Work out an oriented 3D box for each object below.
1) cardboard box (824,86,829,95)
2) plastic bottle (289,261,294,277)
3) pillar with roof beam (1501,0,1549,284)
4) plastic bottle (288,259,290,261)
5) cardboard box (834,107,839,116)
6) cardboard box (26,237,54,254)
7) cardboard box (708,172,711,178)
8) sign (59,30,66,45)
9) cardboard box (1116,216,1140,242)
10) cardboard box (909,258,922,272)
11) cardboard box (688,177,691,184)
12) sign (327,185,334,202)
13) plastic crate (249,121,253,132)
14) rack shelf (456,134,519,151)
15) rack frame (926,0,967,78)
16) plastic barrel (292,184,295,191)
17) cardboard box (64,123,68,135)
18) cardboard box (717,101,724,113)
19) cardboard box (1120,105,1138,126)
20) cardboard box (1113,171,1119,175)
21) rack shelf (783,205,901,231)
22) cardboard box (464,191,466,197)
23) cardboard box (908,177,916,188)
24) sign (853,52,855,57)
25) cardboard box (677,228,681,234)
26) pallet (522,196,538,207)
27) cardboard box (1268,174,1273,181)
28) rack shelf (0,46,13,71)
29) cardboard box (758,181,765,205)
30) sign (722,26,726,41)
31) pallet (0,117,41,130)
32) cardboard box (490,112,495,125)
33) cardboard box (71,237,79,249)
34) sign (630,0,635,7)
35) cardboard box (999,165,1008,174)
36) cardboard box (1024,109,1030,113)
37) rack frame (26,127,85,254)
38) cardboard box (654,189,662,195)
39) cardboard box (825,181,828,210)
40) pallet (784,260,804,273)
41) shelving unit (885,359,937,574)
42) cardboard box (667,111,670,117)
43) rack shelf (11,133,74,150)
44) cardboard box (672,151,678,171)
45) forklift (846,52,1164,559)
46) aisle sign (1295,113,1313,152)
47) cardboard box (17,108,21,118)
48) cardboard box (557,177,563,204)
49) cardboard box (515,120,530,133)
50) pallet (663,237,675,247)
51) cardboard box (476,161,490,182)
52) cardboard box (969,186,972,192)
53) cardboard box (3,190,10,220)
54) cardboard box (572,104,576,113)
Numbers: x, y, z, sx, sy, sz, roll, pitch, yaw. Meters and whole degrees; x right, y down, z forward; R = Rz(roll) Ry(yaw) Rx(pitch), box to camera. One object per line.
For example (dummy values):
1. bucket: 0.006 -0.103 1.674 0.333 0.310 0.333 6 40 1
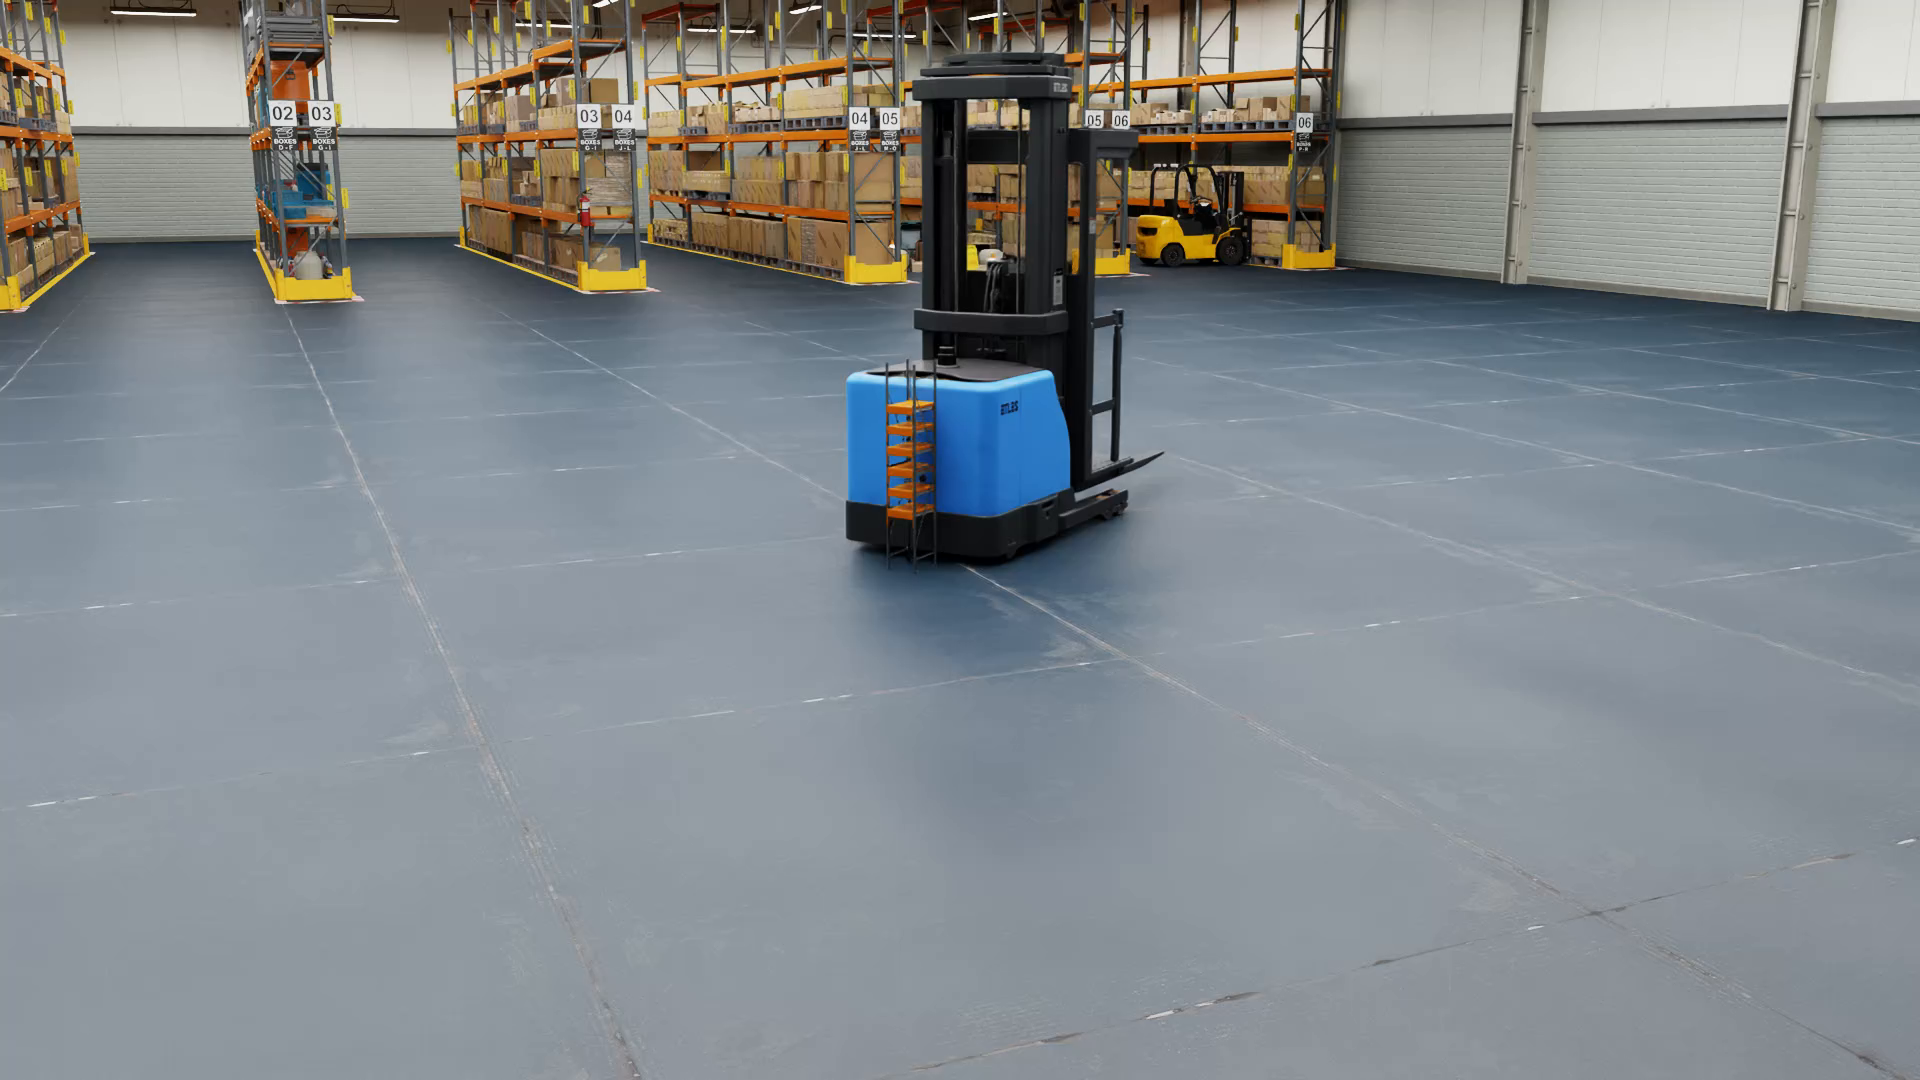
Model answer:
1. cardboard box: -2.359 -8.548 31.634 0.380 0.149 0.250 -5 14 -22
2. plastic bottle: -11.846 -4.791 29.465 0.061 0.283 0.133 -6 14 -23
3. pillar with roof beam: 6.441 -8.807 28.464 9.100 9.000 0.400 -6 14 -23
4. plastic bottle: -12.221 -4.984 30.326 0.097 0.271 0.097 0 13 0
5. cardboard box: -2.151 -8.053 31.262 0.380 0.149 0.250 -5 14 -22
6. cardboard box: -18.039 -5.754 32.502 0.500 0.311 0.500 -5 14 -21
7. cardboard box: -5.742 -8.616 39.251 0.380 0.149 0.250 -5 14 -21
8. sign: -21.163 -11.856 39.214 0.100 0.325 0.005 -6 14 -23
9. cardboard box: 4.467 -7.858 42.003 0.875 0.625 0.625 -5 14 -21
10. cardboard box: -0.833 -5.676 34.304 0.396 0.266 0.258 -3 13 -13
11. cardboard box: -6.468 -8.847 40.908 0.380 0.149 0.250 -5 14 -22
12. sign: -11.824 -6.504 31.207 0.100 0.325 0.005 -6 14 -23
13. plastic crate: -16.779 -9.892 39.943 0.504 0.338 0.767 -6 14 -23
14. rack shelf: -11.800 -9.946 41.636 1.077 0.370 4.000 -6 14 -23
15. rack frame: -0.316 -11.414 39.728 1.000 3.000 0.127 -6 14 -23
16. plastic barrel: -13.327 -7.010 33.756 0.421 0.512 0.421 0 13 0
17. cardboard box: -20.830 -9.454 38.247 0.500 0.250 0.500 -6 14 -23
18. cardboard box: -5.431 -10.071 38.658 0.396 0.266 0.258 -6 14 -23
19. cardboard box: 4.297 -10.532 41.195 0.500 0.500 0.500 -5 14 -22
20. cardboard box: 4.088 -9.212 41.861 0.380 0.149 0.250 -5 14 -21
21. rack shelf: -2.408 -6.433 33.107 1.077 0.370 4.000 -6 14 -23
22. cardboard box: -12.554 -8.917 42.804 0.380 0.149 0.250 -6 14 -24
23. cardboard box: -0.952 -8.844 41.154 0.500 0.250 0.500 -6 14 -24
24. sign: -3.018 -13.606 46.954 0.100 0.325 0.005 -6 14 -23
25. cardboard box: -7.075 -7.955 42.820 0.380 0.149 0.250 -6 14 -25
26. pallet: -8.566 -7.097 34.807 1.003 0.211 1.213 -6 14 -23
27. cardboard box: 6.862 -7.808 35.791 0.380 0.149 0.250 -5 14 -22
28. rack shelf: -16.071 -7.840 26.768 1.077 0.370 4.000 -6 14 -23
29. cardboard box: -4.068 -7.538 36.064 0.500 0.500 0.500 -5 14 -22
30. sign: -5.305 -11.388 37.371 0.100 0.325 0.005 -6 14 -23
31. pallet: -17.670 -7.708 30.789 1.003 0.211 1.213 -5 14 -20
32. cardboard box: -10.642 -9.810 38.717 0.500 0.311 0.500 -6 14 -25
33. cardboard box: -20.883 -6.940 38.827 0.500 0.250 0.500 -6 14 -23
34. sign: -5.695 -9.408 28.816 0.100 0.325 0.005 -6 14 -23
35. cardboard box: 1.263 -8.235 36.199 0.700 0.500 0.500 -6 14 -24
36. cardboard box: 1.568 -9.088 35.119 0.380 0.149 0.250 -6 14 -25
37. rack frame: -21.680 -8.355 39.815 1.000 3.000 0.127 -6 14 -23
38. cardboard box: -7.988 -9.348 44.663 0.380 0.149 0.250 -6 14 -25
39. cardboard box: -2.147 -6.754 32.569 0.875 0.550 0.550 -6 14 -23
40. pallet: -2.976 -5.674 34.417 1.003 0.211 1.213 -6 14 -23
41. shelving unit: -0.278 -0.423 9.538 0.189 1.200 0.258 8 15 30
42. cardboard box: -7.331 -10.980 42.847 0.380 0.149 0.250 -6 14 -23
43. rack shelf: -20.878 -9.052 37.773 1.077 0.370 4.000 -6 14 -23
44. cardboard box: -7.062 -9.709 42.569 0.500 0.500 0.500 -6 14 -25
45. forklift: 0.468 -1.603 10.795 1.130 2.935 3.031 7 15 28
46. aisle sign: 7.192 -8.514 34.737 0.394 0.787 0.004 -6 14 -23
47. cardboard box: -17.796 -7.980 30.946 0.500 0.250 0.500 -6 14 -24
48. cardboard box: -7.048 -6.557 31.166 0.875 0.500 0.500 -6 14 -23
49. cardboard box: -9.022 -8.653 34.783 0.500 0.250 0.500 -5 14 -22
50. pallet: -7.208 -7.879 43.944 1.003 0.211 1.213 -6 14 -23
51. cardboard box: -11.428 -8.930 40.312 0.500 0.500 0.500 -5 14 -21
52. cardboard box: 0.431 -8.040 38.082 0.380 0.149 0.250 -6 14 -23
53. cardboard box: -16.068 -5.515 27.324 0.700 0.500 0.500 -5 14 -21
54. cardboard box: -6.589 -7.555 29.155 0.380 0.149 0.250 -6 14 -23
